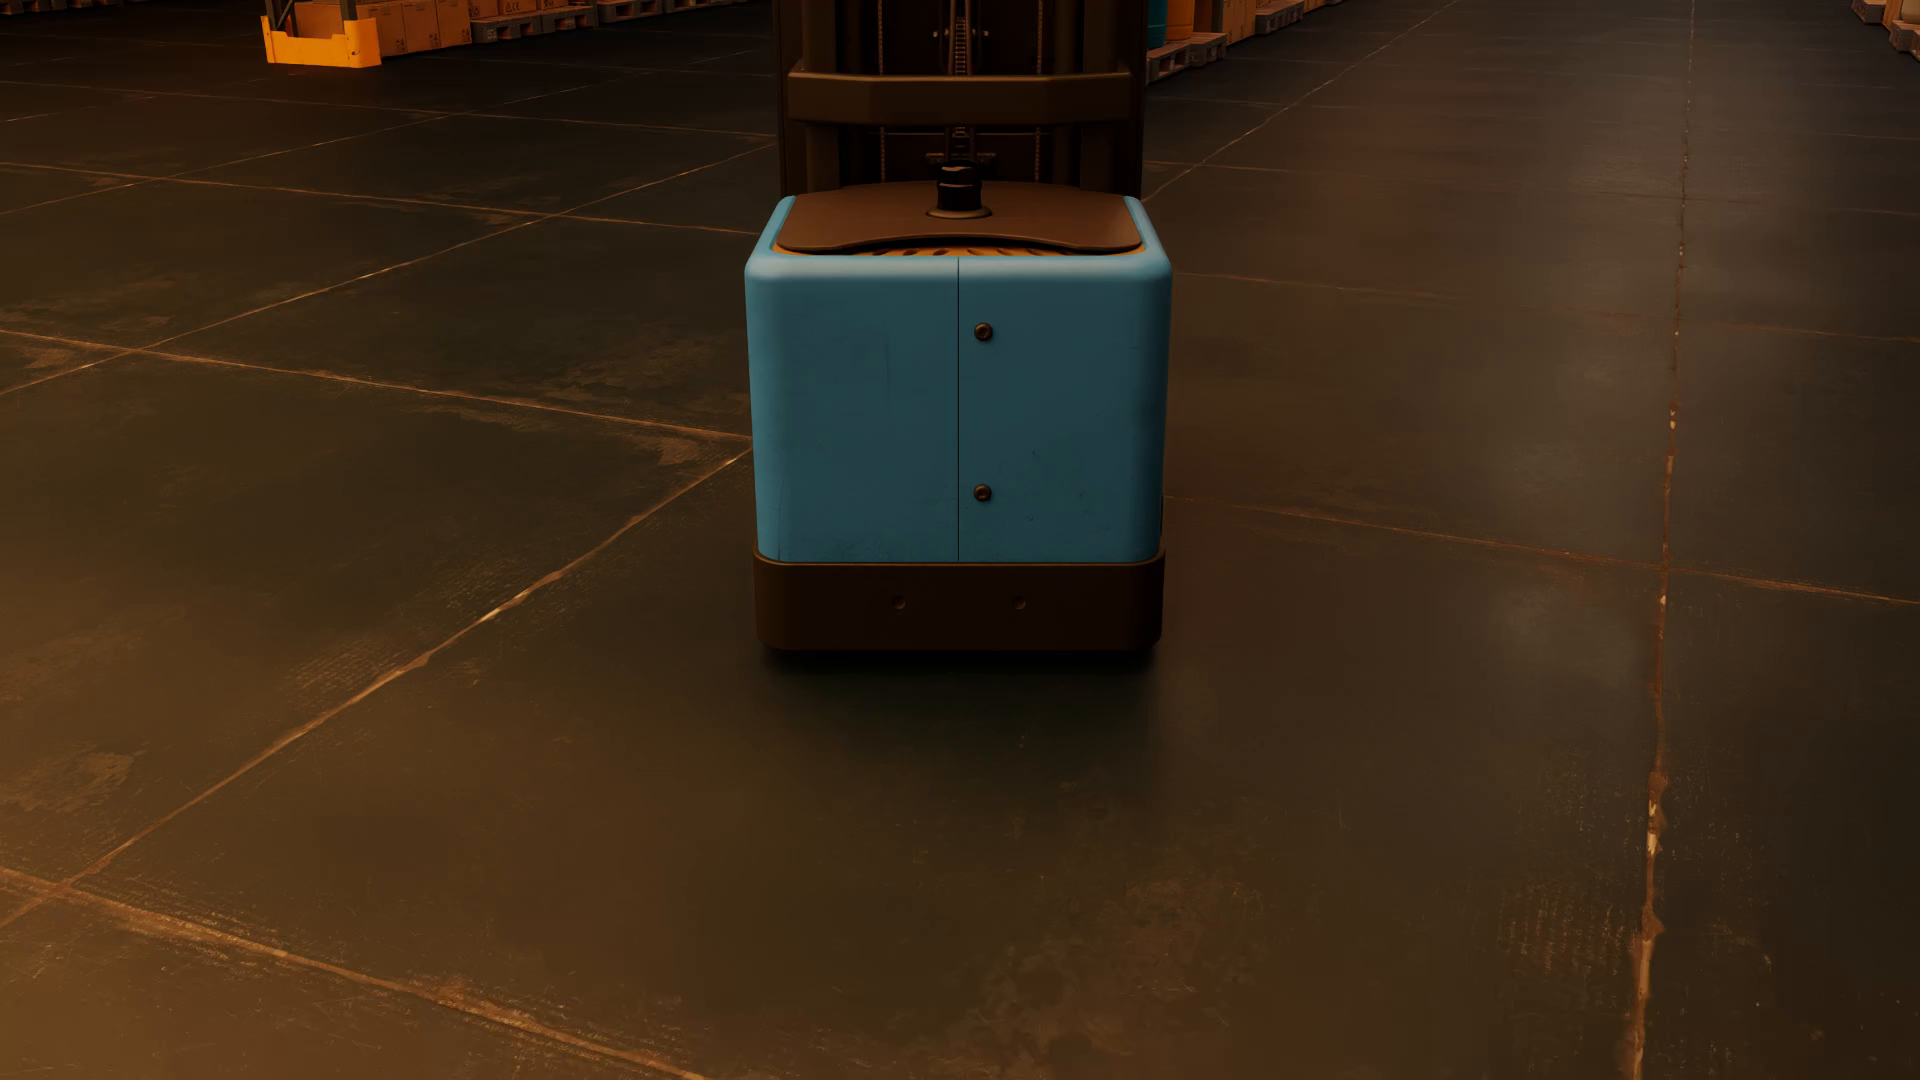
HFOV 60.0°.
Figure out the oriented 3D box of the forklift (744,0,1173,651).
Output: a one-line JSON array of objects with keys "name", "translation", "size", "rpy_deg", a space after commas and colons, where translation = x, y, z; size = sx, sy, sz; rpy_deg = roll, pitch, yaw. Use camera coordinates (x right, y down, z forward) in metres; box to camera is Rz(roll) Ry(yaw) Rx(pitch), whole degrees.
[{"name": "forklift", "translation": [0.002, -1.587, 5.089], "size": [1.130, 2.935, 3.031], "rpy_deg": [0, 23, 0]}]
